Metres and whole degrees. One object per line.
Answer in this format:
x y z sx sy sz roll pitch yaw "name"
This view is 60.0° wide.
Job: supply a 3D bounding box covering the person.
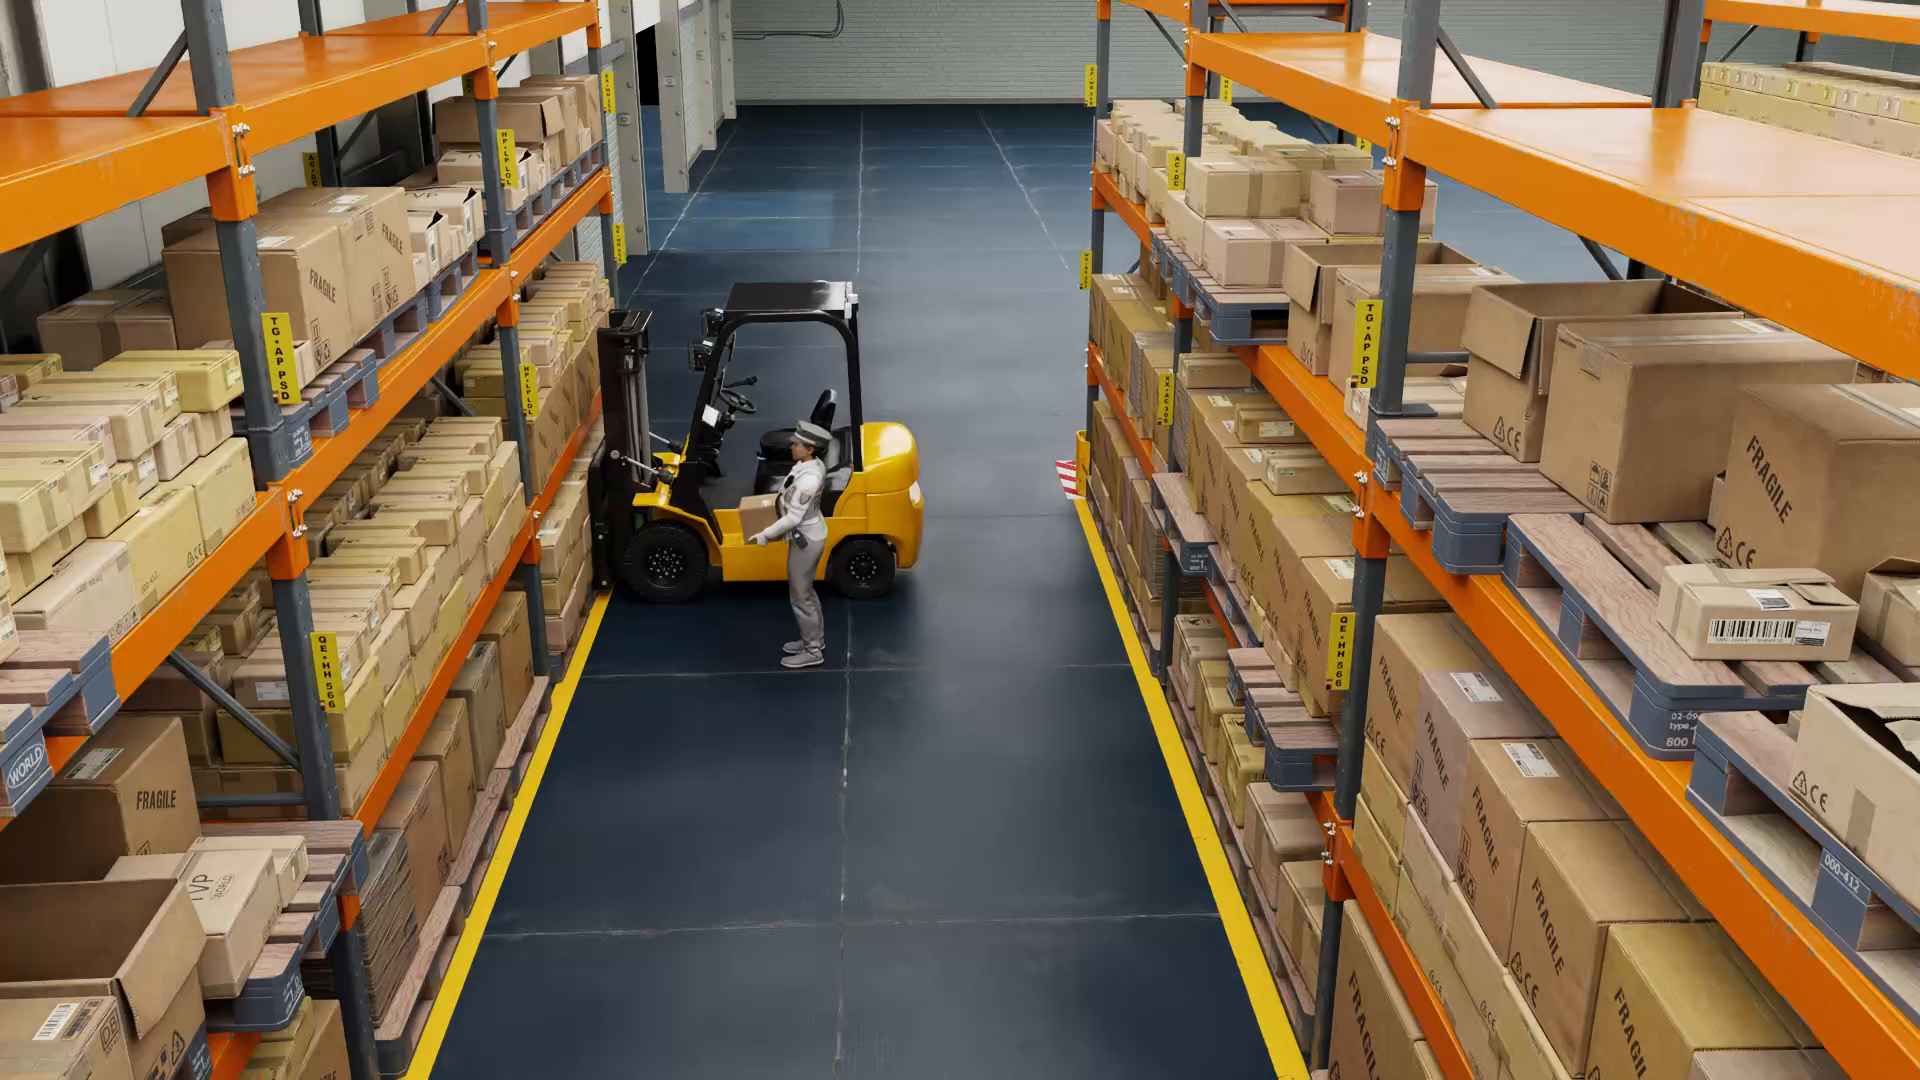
-1.104 0.014 11.008 0.560 1.686 0.459 -1 21 -2 "person"
